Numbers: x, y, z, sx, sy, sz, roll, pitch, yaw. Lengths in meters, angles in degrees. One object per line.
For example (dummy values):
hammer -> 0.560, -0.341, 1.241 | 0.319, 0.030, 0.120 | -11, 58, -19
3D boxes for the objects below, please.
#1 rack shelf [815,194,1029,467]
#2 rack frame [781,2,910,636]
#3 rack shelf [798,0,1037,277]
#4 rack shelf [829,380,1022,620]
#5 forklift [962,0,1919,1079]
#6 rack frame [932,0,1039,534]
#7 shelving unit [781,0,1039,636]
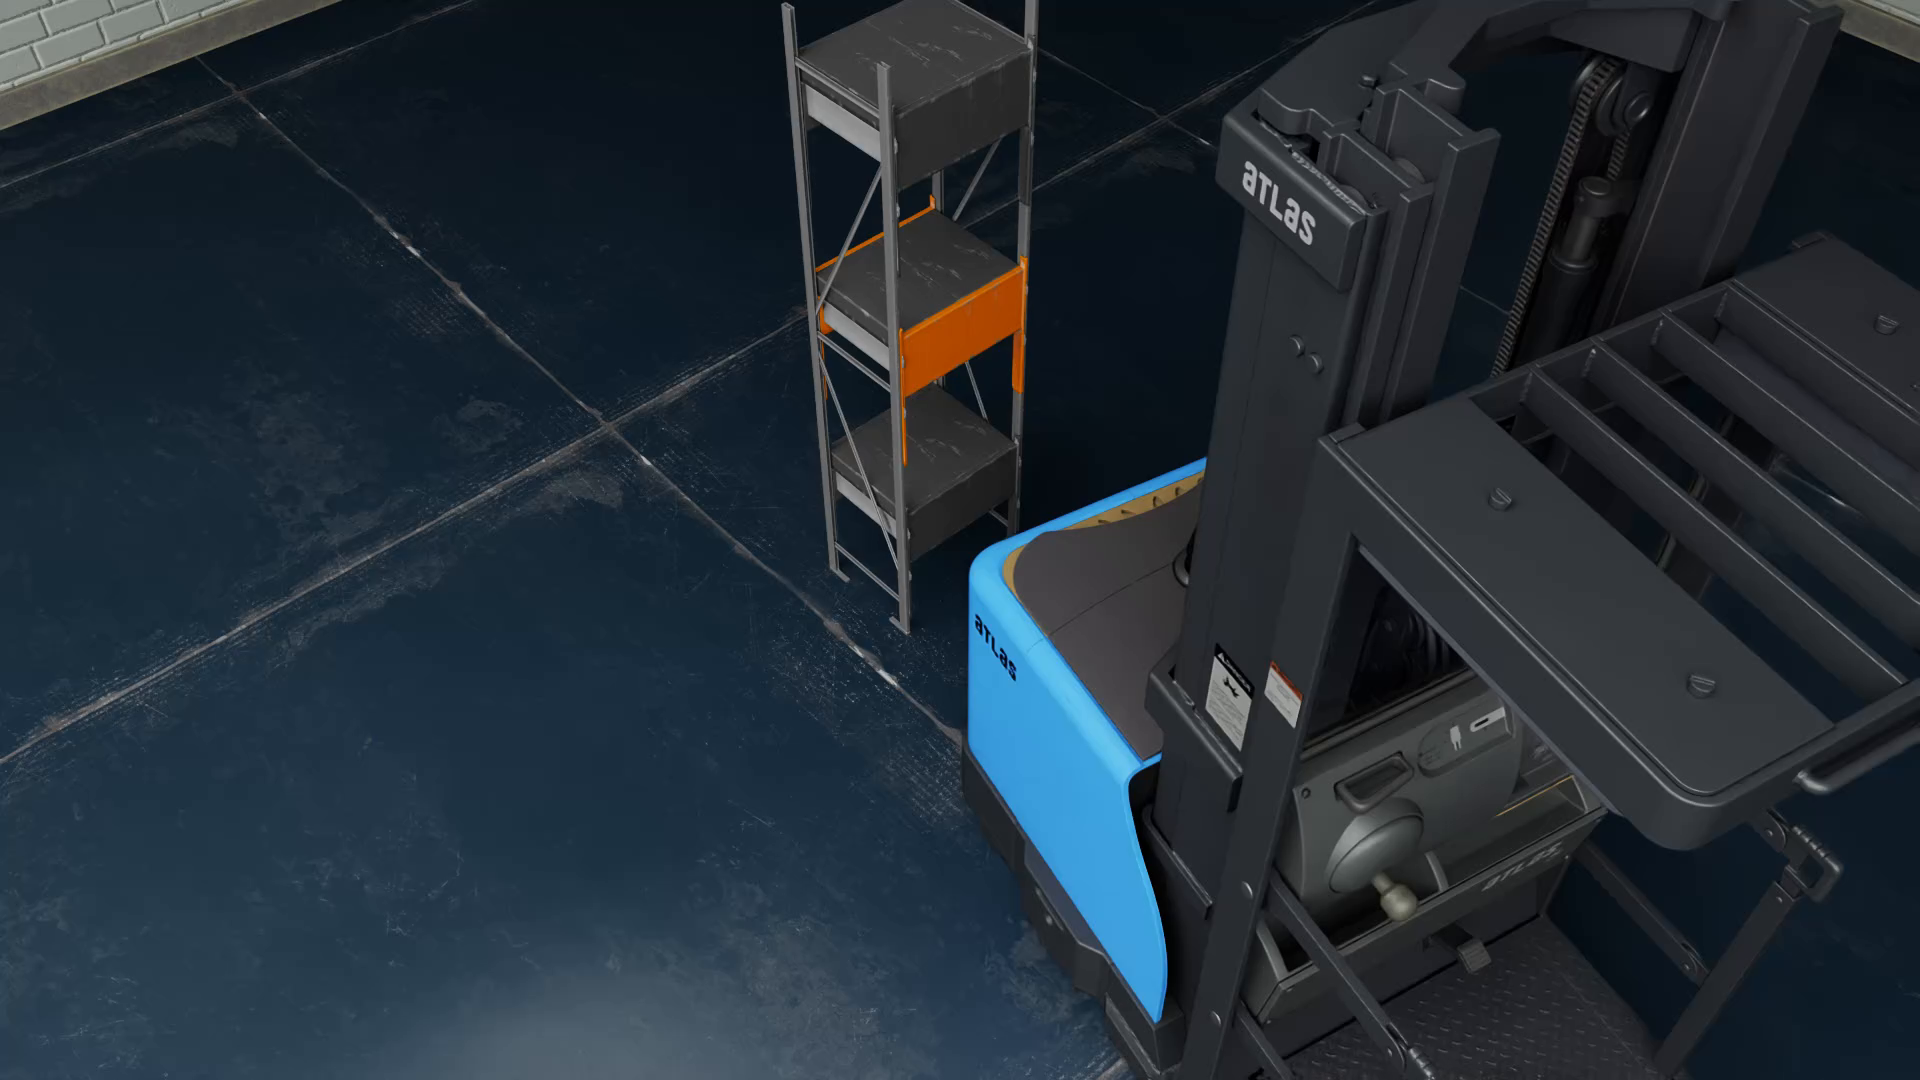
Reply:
rack shelf -> -0.122, -0.621, 4.913 | 0.480, 0.518, 0.431 | -34, 56, -27
rack frame -> -0.303, -0.510, 4.791 | 0.015, 2.100, 0.400 | -34, 56, -27
rack shelf -> -0.122, -1.096, 4.398 | 0.480, 0.518, 0.431 | -34, 56, -27
rack shelf -> -0.122, -0.146, 5.427 | 0.480, 0.518, 0.431 | -34, 56, -27
forklift -> 1.160, 0.548, 3.250 | 1.130, 2.935, 3.031 | -22, 51, -19
rack frame -> 0.058, -0.751, 5.014 | 0.015, 2.100, 0.400 | -34, 56, -27
shelving unit -> -0.122, -0.630, 4.903 | 0.503, 2.100, 0.431 | -34, 56, -27
